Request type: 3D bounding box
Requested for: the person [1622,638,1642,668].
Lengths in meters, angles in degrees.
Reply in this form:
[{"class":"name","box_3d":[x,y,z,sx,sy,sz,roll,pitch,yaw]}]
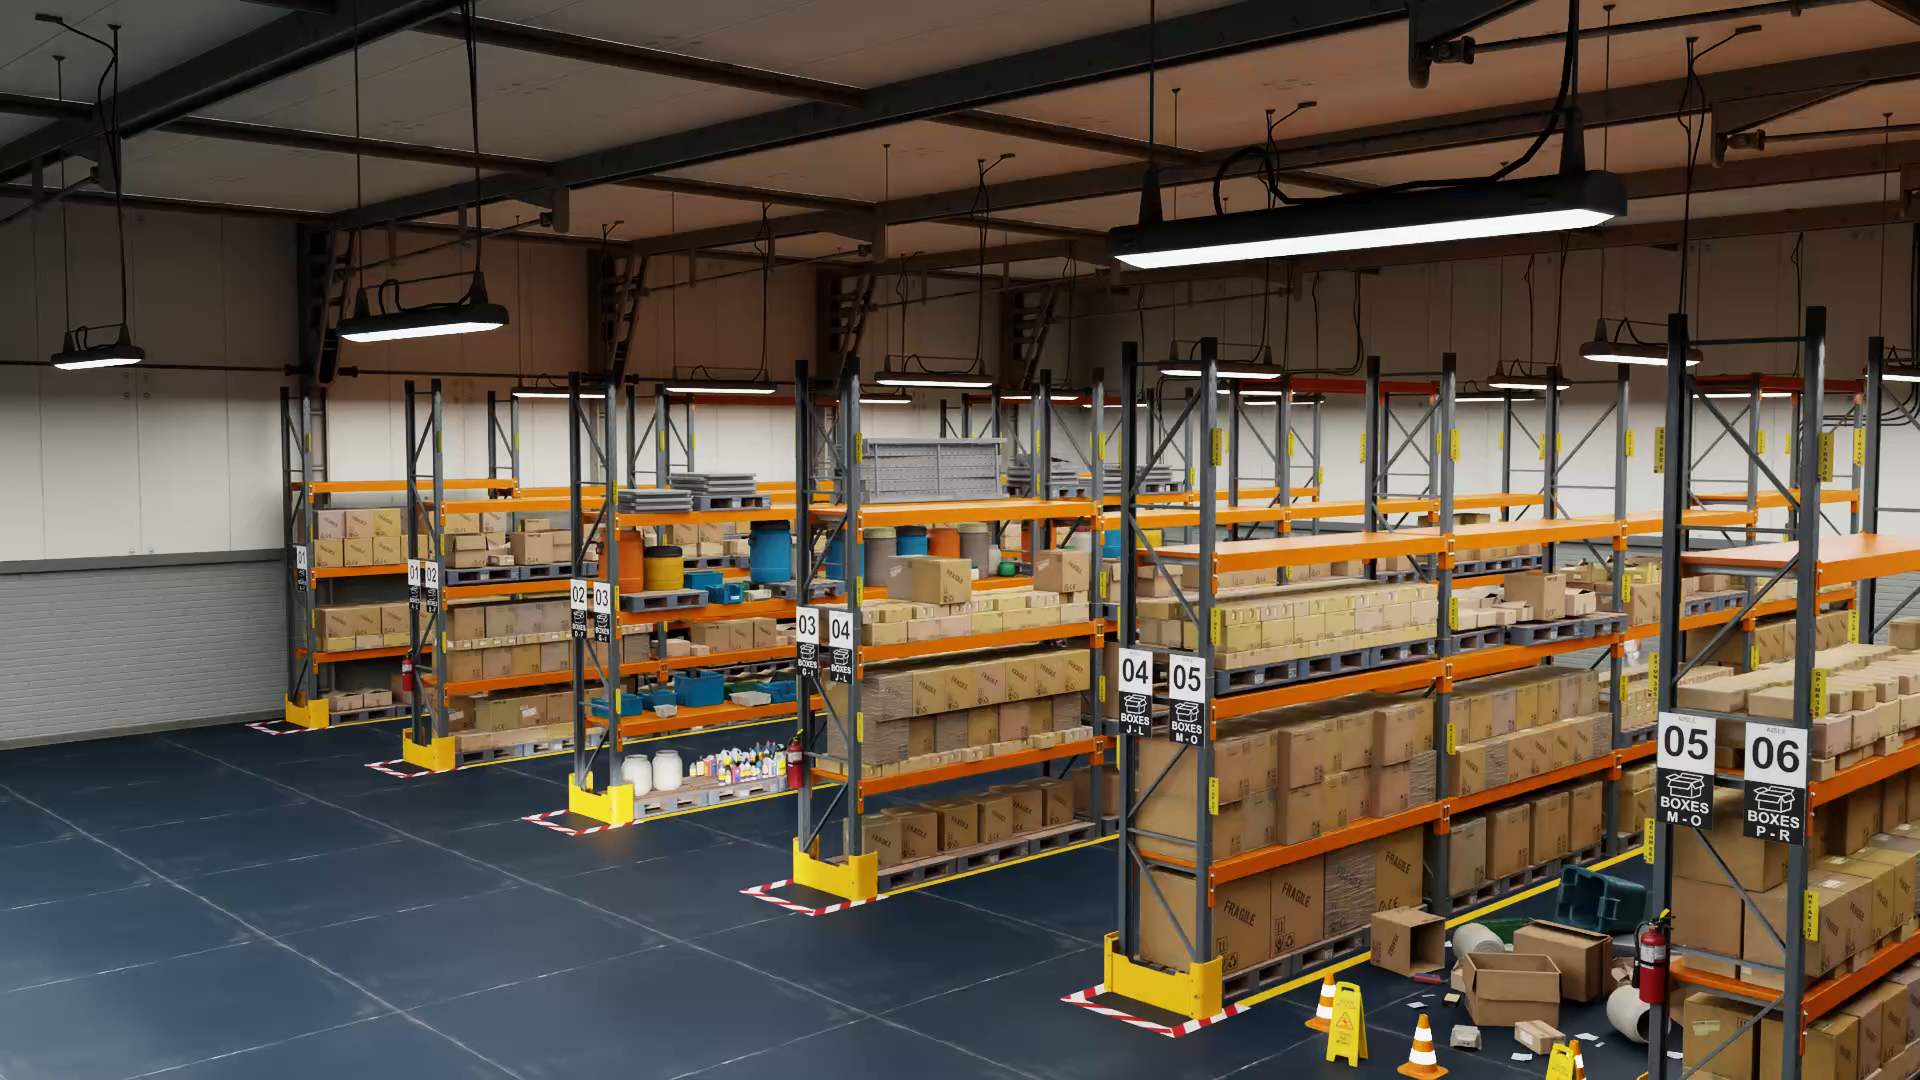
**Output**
[{"class":"person","box_3d":[13.046,2.209,32.581,0.392,1.807,0.633,-3,5,-42]}]
